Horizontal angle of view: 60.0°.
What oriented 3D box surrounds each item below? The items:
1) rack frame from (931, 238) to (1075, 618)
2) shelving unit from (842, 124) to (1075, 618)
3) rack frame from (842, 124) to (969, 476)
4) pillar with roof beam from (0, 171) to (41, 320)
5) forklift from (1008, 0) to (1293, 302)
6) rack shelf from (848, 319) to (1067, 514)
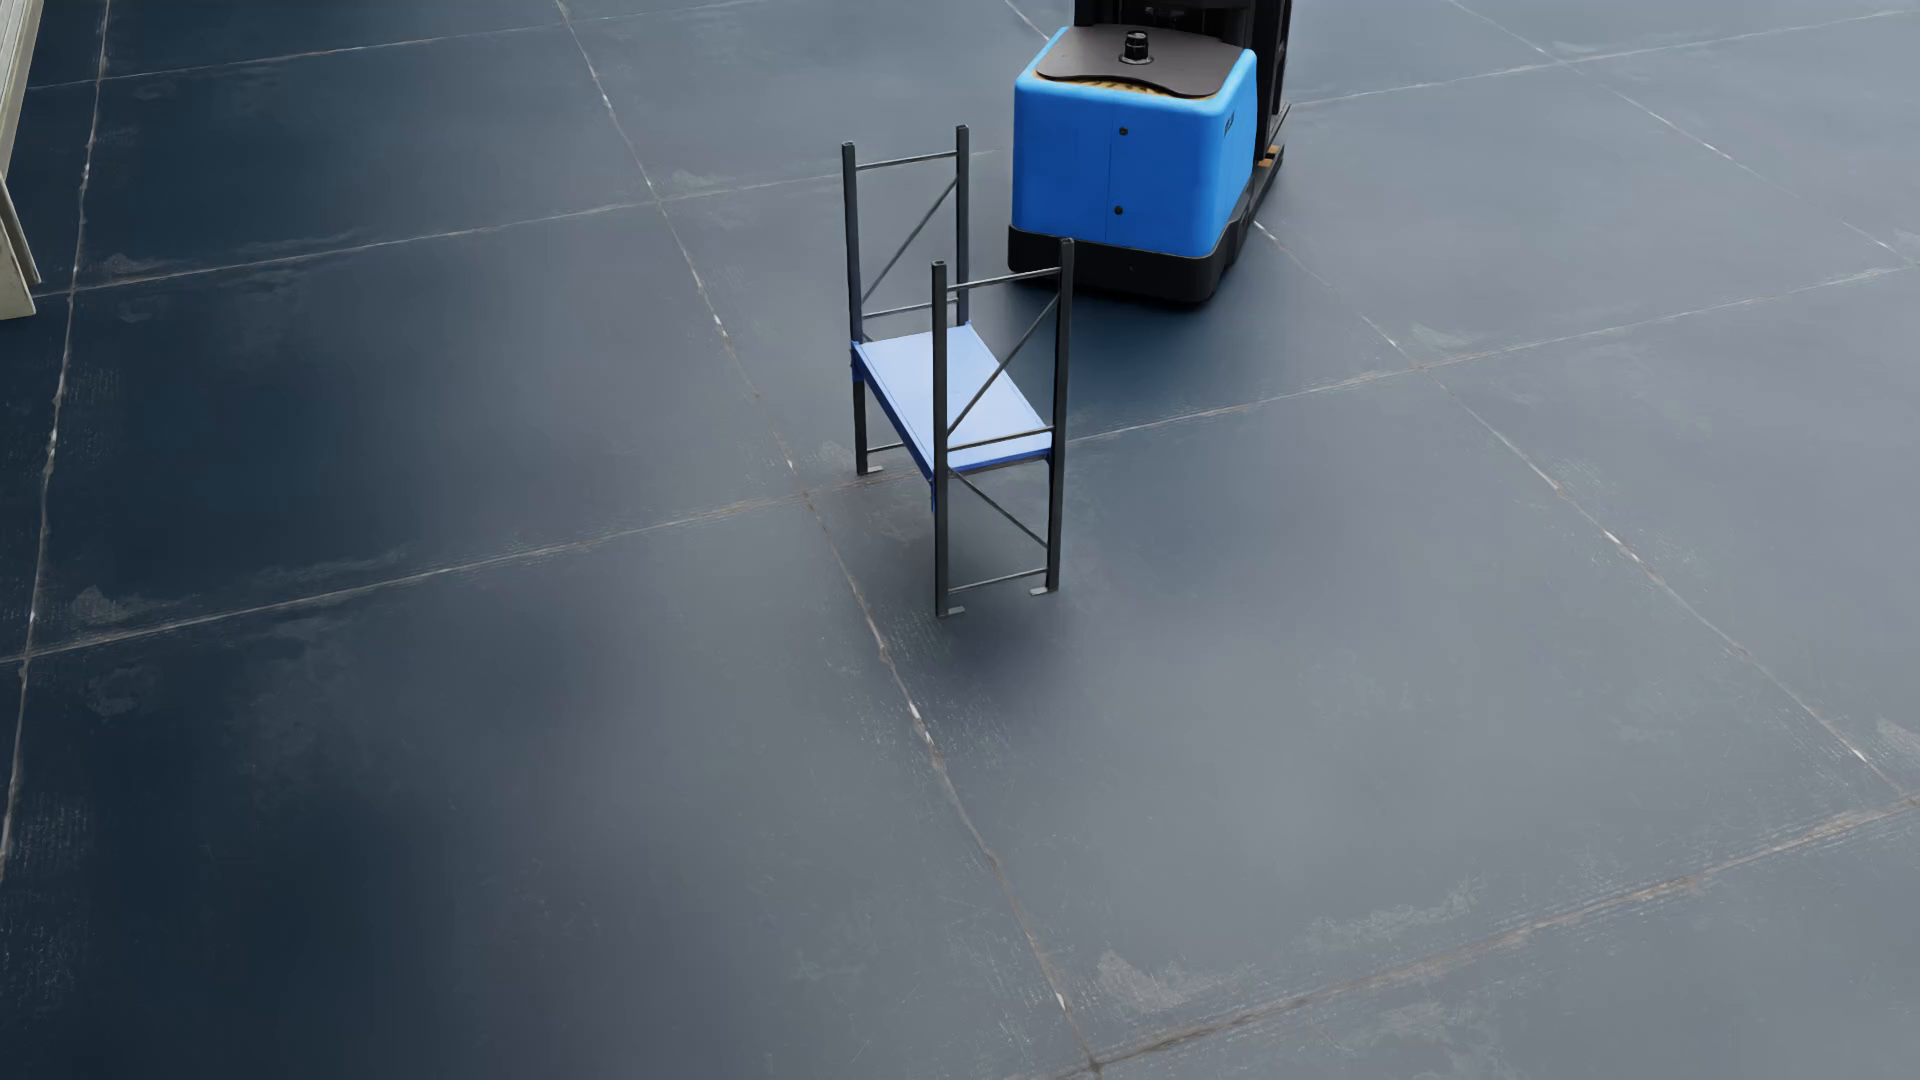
[{"bbox_3d":[0.146,-0.360,5.981,0.500,1.500,0.032,-12,39,-16],"label":"rack frame"},{"bbox_3d":[-0.029,-0.647,6.363,0.538,1.500,1.048,-12,39,-16],"label":"shelving unit"},{"bbox_3d":[-0.204,-0.934,6.744,0.500,1.500,0.032,-12,39,-16],"label":"rack frame"},{"bbox_3d":[-0.749,-5.681,6.813,9.100,9.000,0.400,-12,39,-16],"label":"pillar with roof beam"},{"bbox_3d":[1.217,-3.229,8.600,1.130,2.935,3.031,12,39,16],"label":"forklift"},{"bbox_3d":[-0.029,-0.504,6.471,0.538,0.185,1.000,-12,39,-16],"label":"rack shelf"}]
